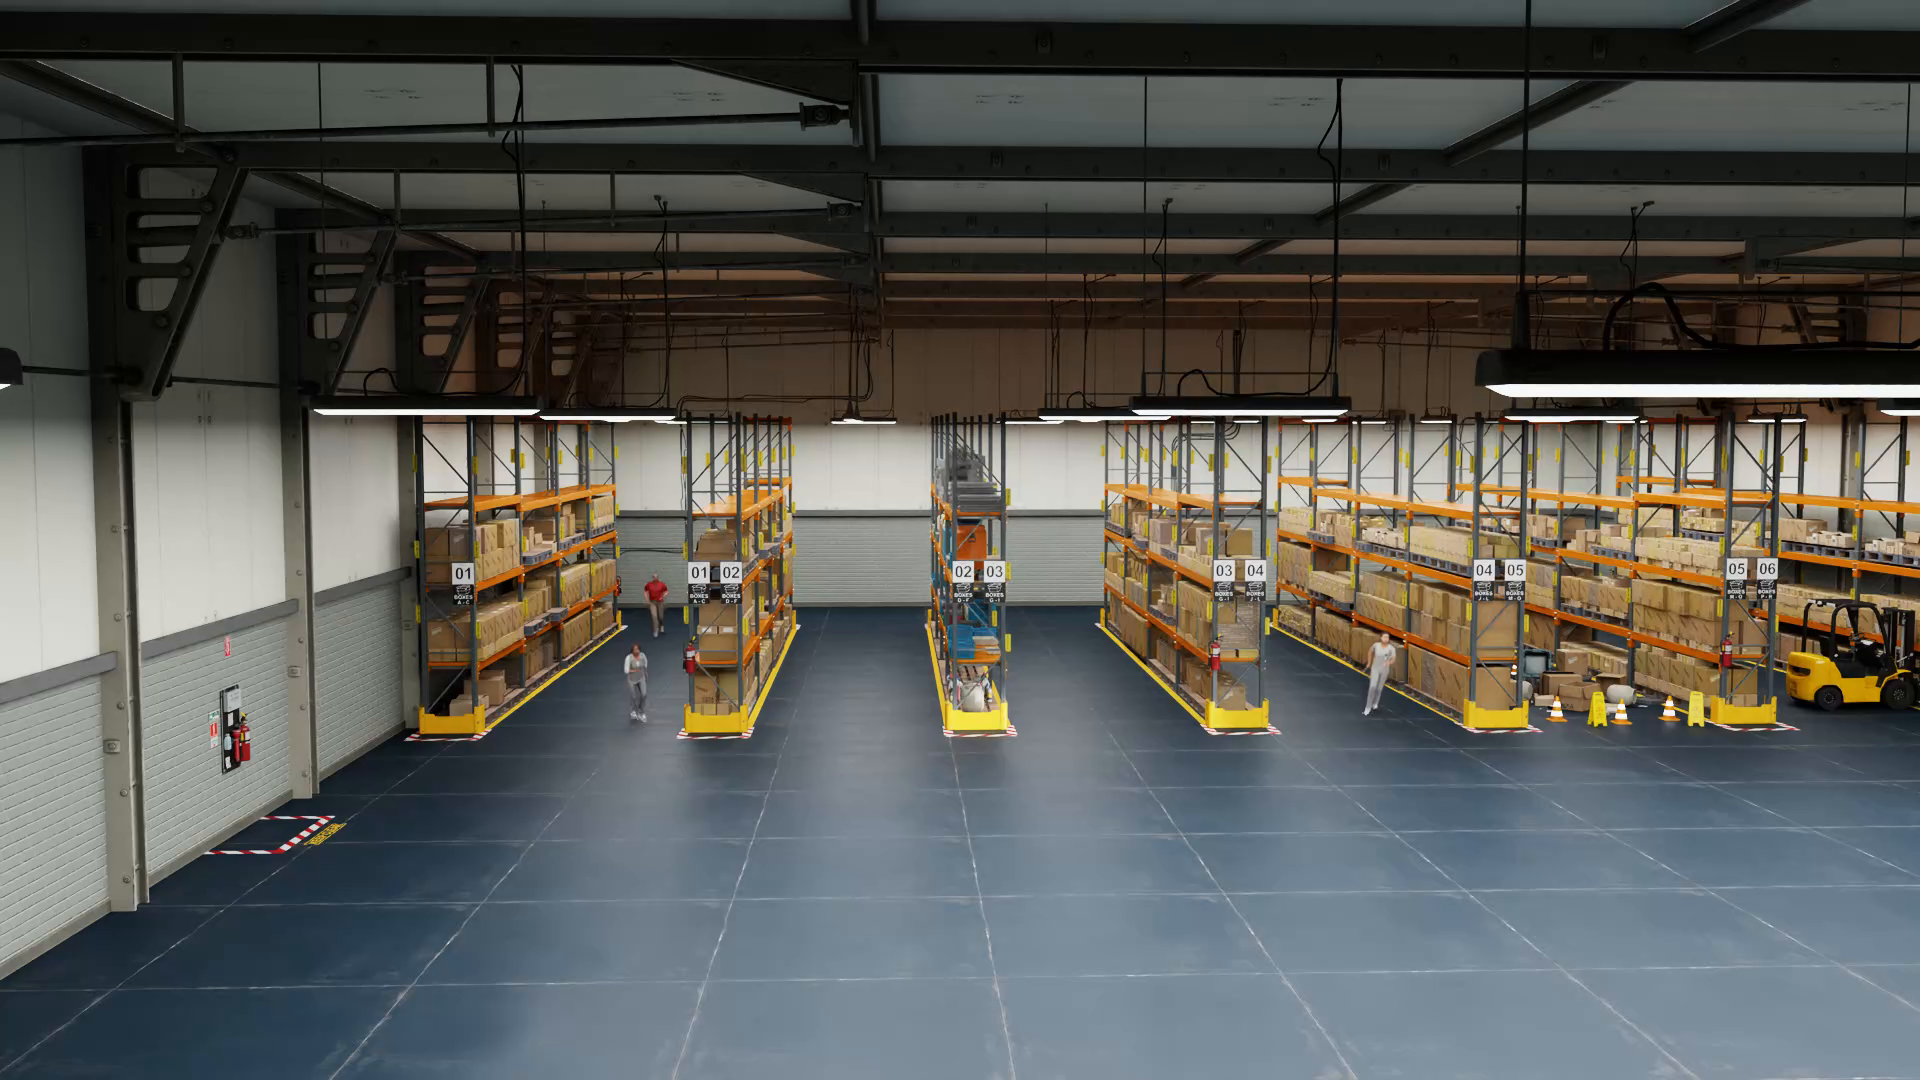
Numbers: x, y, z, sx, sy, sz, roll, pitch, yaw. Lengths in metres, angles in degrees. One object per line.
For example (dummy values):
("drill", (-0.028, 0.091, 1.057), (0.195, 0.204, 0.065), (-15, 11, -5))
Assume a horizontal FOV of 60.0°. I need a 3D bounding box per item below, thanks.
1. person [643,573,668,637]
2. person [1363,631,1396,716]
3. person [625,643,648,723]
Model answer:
("person", (-8.345, 1.769, 45.640), (0.679, 1.733, 0.787), (-1, 4, -10))
("person", (8.357, 2.623, 33.129), (0.624, 1.652, 0.851), (1, 4, 11))
("person", (-6.274, 2.743, 32.215), (0.464, 1.543, 0.892), (-1, 4, -17))
